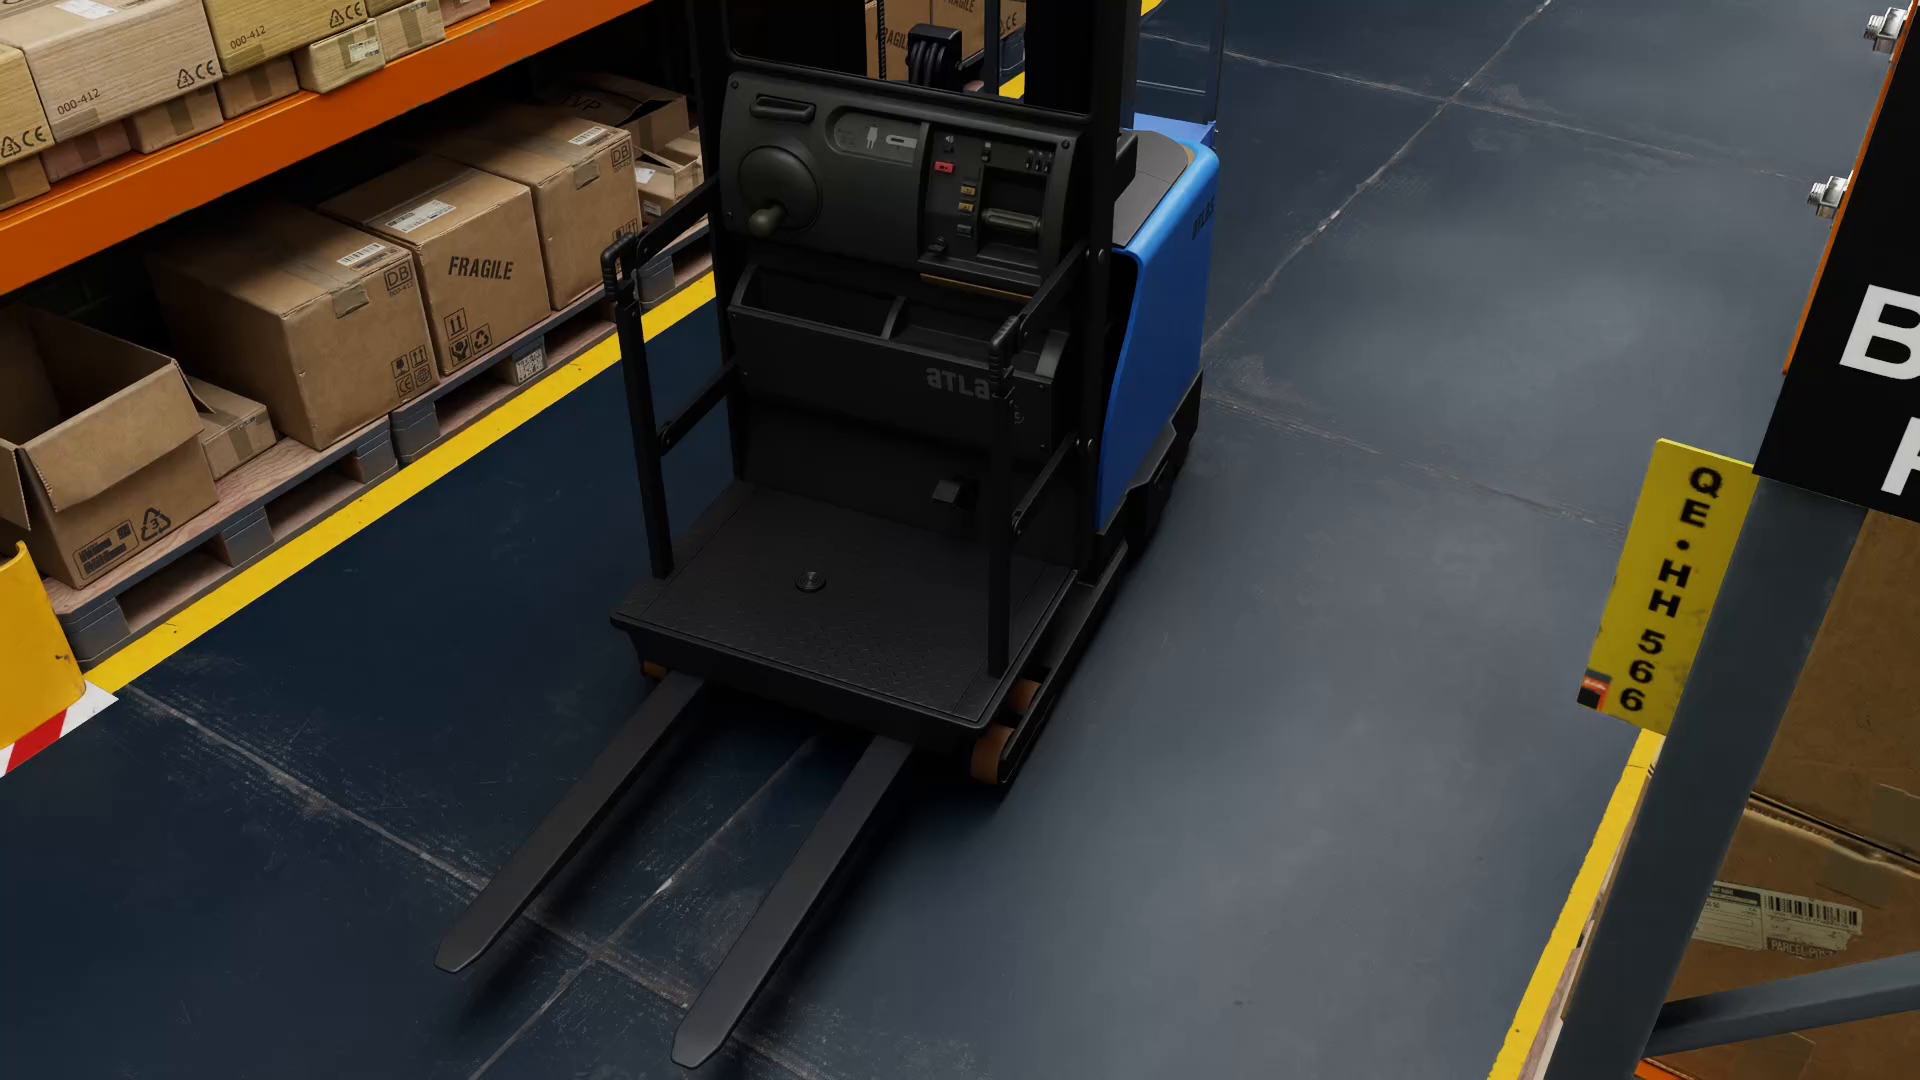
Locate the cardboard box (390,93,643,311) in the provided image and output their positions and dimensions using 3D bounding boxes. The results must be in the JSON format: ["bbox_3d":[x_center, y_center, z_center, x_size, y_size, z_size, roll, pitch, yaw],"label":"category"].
[{"bbox_3d":[-1.614,-1.255,6.125,0.700,0.500,0.500,20,42,23],"label":"cardboard box"}]

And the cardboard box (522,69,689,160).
[{"bbox_3d":[-1.480,-1.732,6.898,0.500,0.311,0.500,23,43,27],"label":"cardboard box"}]

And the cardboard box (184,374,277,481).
[{"bbox_3d":[-2.401,-0.359,5.250,0.380,0.149,0.250,19,42,23],"label":"cardboard box"}]

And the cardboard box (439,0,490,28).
[{"bbox_3d":[-1.725,-1.757,5.279,0.380,0.149,0.250,21,42,25],"label":"cardboard box"}]

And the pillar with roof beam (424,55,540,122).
[{"bbox_3d":[1.575,-3.797,2.805,9.100,9.000,0.400,21,42,25],"label":"pillar with roof beam"}]

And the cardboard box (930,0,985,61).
[{"bbox_3d":[-0.200,-2.523,7.770,0.500,0.500,0.500,21,42,25],"label":"cardboard box"}]

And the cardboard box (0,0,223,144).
[{"bbox_3d":[-2.329,-1.296,4.353,0.500,0.250,0.500,22,43,26],"label":"cardboard box"}]

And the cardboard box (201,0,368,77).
[{"bbox_3d":[-2.060,-1.558,4.693,0.500,0.250,0.500,20,42,24],"label":"cardboard box"}]

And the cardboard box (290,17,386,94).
[{"bbox_3d":[-1.929,-1.459,4.892,0.380,0.149,0.250,20,42,24],"label":"cardboard box"}]

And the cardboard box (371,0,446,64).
[{"bbox_3d":[-1.805,-1.602,5.077,0.380,0.149,0.250,22,43,26],"label":"cardboard box"}]

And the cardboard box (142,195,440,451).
[{"bbox_3d":[-2.171,-0.720,5.431,0.700,0.500,0.500,23,43,27],"label":"cardboard box"}]

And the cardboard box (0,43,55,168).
[{"bbox_3d":[-2.599,-1.036,4.016,0.500,0.250,0.500,21,42,25],"label":"cardboard box"}]

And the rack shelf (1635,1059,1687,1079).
[{"bbox_3d":[2.196,0.044,3.325,1.077,0.370,4.000,21,42,25],"label":"rack shelf"}]

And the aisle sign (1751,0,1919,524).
[{"bbox_3d":[0.824,-0.304,1.058,0.394,0.787,0.004,21,42,25],"label":"aisle sign"}]

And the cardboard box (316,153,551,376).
[{"bbox_3d":[-1.803,-0.960,5.742,0.500,0.500,0.500,22,43,26],"label":"cardboard box"}]

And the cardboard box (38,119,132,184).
[{"bbox_3d":[-2.453,-1.105,4.432,0.380,0.149,0.250,21,42,25],"label":"cardboard box"}]

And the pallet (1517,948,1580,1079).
[{"bbox_3d":[1.486,1.457,3.187,1.003,0.211,1.213,21,42,25],"label":"pallet"}]

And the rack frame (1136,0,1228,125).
[{"bbox_3d":[0.722,-1.697,6.223,0.500,1.500,0.032,15,40,19],"label":"rack frame"}]

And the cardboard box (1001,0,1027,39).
[{"bbox_3d":[0.071,-2.779,8.102,0.500,0.500,0.500,20,42,24],"label":"cardboard box"}]

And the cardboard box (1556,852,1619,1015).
[{"bbox_3d":[1.876,0.791,3.521,0.875,0.438,0.875,22,43,26],"label":"cardboard box"}]

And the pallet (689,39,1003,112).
[{"bbox_3d":[-0.522,-2.221,7.958,1.003,0.211,1.213,21,42,25],"label":"pallet"}]

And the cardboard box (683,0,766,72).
[{"bbox_3d":[-0.913,-2.420,7.635,0.500,0.500,0.500,21,42,25],"label":"cardboard box"}]

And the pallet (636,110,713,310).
[{"bbox_3d":[-1.295,-1.435,6.939,1.003,0.211,1.213,21,42,25],"label":"pallet"}]

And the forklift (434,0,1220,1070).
[{"bbox_3d":[-0.251,-0.812,3.902,1.130,2.935,3.031,15,40,19],"label":"forklift"}]

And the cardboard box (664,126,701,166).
[{"bbox_3d":[-0.977,-1.547,6.792,0.380,0.149,0.250,20,42,24],"label":"cardboard box"}]

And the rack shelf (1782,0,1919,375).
[{"bbox_3d":[2.196,-1.144,2.409,1.077,0.370,4.000,21,42,25],"label":"rack shelf"}]

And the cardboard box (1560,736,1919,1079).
[{"bbox_3d":[1.159,0.415,2.172,0.500,0.500,0.500,21,42,25],"label":"cardboard box"}]

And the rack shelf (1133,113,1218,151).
[{"bbox_3d":[0.517,-1.271,5.965,0.538,0.185,1.000,15,40,19],"label":"rack shelf"}]

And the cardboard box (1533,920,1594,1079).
[{"bbox_3d":[1.393,1.266,2.906,0.875,0.438,0.875,20,42,24],"label":"cardboard box"}]

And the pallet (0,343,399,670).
[{"bbox_3d":[-2.602,-0.177,5.307,1.003,0.211,1.213,21,42,25],"label":"pallet"}]

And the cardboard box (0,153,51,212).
[{"bbox_3d":[-2.564,-0.958,4.241,0.380,0.149,0.250,22,43,26],"label":"cardboard box"}]

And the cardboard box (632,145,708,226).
[{"bbox_3d":[-1.168,-1.410,6.517,0.396,0.266,0.258,23,43,27],"label":"cardboard box"}]

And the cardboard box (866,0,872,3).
[{"bbox_3d":[-0.509,-2.425,7.110,0.380,0.149,0.250,23,43,27],"label":"cardboard box"}]

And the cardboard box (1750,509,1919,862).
[{"bbox_3d":[1.181,0.028,1.856,0.500,0.500,0.500,23,43,27],"label":"cardboard box"}]

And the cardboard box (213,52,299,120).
[{"bbox_3d":[-2.128,-1.354,4.755,0.380,0.149,0.250,22,43,26],"label":"cardboard box"}]

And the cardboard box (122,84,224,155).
[{"bbox_3d":[-2.266,-1.215,4.575,0.380,0.149,0.250,23,43,26],"label":"cardboard box"}]

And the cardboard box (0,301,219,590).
[{"bbox_3d":[-2.661,-0.293,4.874,0.797,0.503,0.637,19,42,23],"label":"cardboard box"}]

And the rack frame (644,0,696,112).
[{"bbox_3d":[-0.926,-2.893,6.547,1.000,3.000,0.127,21,42,25],"label":"rack frame"}]

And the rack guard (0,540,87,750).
[{"bbox_3d":[-3.028,0.119,4.686,1.175,0.500,0.348,21,42,25],"label":"rack guard"}]

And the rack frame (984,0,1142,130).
[{"bbox_3d":[0.313,-1.129,5.486,0.500,1.500,0.032,15,40,19],"label":"rack frame"}]

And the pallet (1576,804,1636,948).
[{"bbox_3d":[2.141,0.830,4.000,1.003,0.211,1.213,21,42,25],"label":"pallet"}]

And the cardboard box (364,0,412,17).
[{"bbox_3d":[-1.804,-1.829,5.044,0.500,0.250,0.500,20,42,24],"label":"cardboard box"}]

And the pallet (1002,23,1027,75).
[{"bbox_3d":[0.131,-2.852,8.777,1.003,0.211,1.213,21,42,25],"label":"pallet"}]

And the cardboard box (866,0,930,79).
[{"bbox_3d":[-0.477,-2.246,7.410,0.500,0.500,0.500,23,43,27],"label":"cardboard box"}]

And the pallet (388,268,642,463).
[{"bbox_3d":[-1.948,-0.804,6.120,1.003,0.211,1.213,21,42,25],"label":"pallet"}]

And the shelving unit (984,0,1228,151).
[{"bbox_3d":[0.517,-1.413,5.855,0.538,1.500,1.048,15,40,19],"label":"shelving unit"}]

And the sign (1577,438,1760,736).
[{"bbox_3d":[0.673,0.053,1.582,0.100,0.325,0.005,21,42,25],"label":"sign"}]
